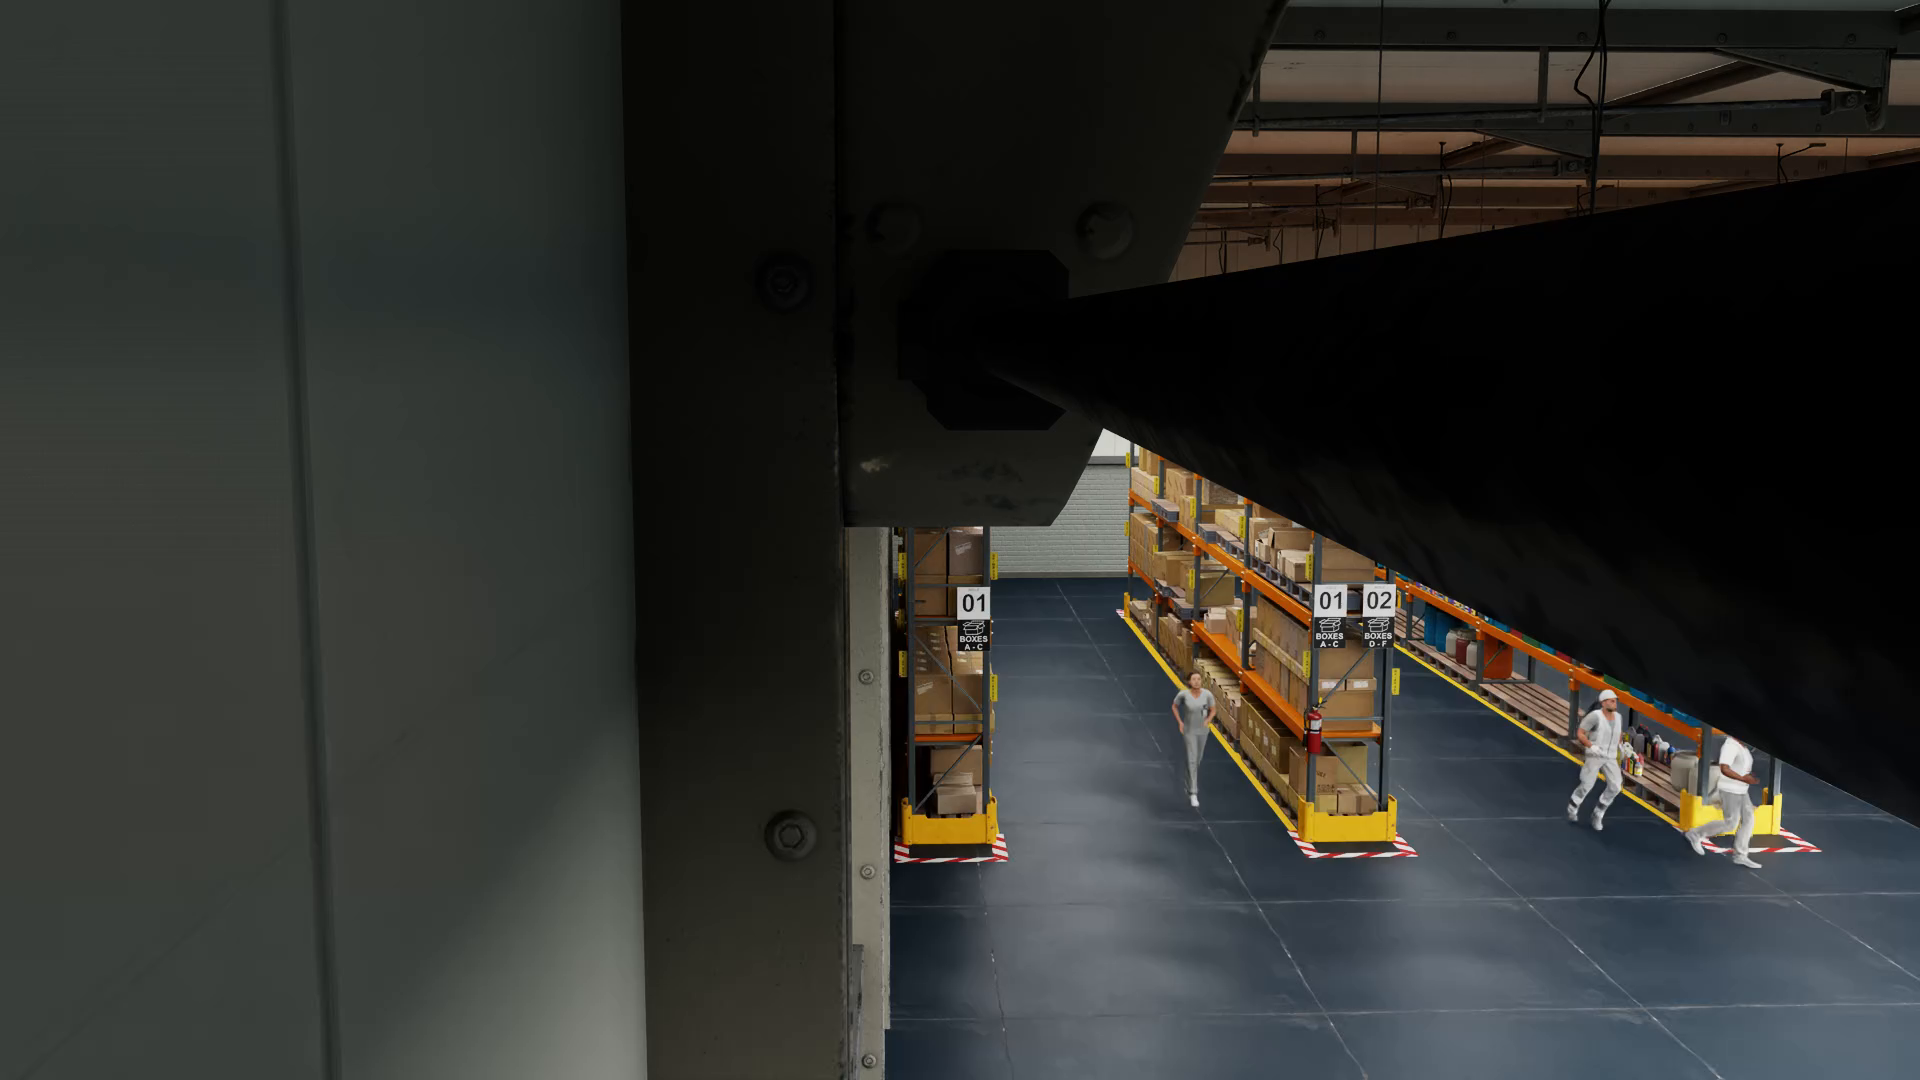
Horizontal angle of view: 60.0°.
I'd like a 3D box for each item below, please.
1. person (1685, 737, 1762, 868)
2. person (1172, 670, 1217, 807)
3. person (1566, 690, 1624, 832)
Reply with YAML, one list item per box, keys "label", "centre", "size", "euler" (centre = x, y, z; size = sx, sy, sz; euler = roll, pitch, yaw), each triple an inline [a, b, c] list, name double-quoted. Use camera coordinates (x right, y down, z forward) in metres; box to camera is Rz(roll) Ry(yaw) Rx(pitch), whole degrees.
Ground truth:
- label: "person"
  centre: [9.110, 2.959, 19.699]
  size: [0.833, 1.756, 0.710]
  euler: [5, 9, 36]
- label: "person"
  centre: [3.009, 2.492, 21.311]
  size: [0.556, 1.711, 0.790]
  euler: [-1, 7, -7]
- label: "person"
  centre: [8.144, 2.775, 21.084]
  size: [0.718, 1.779, 0.674]
  euler: [-1, 7, -10]
